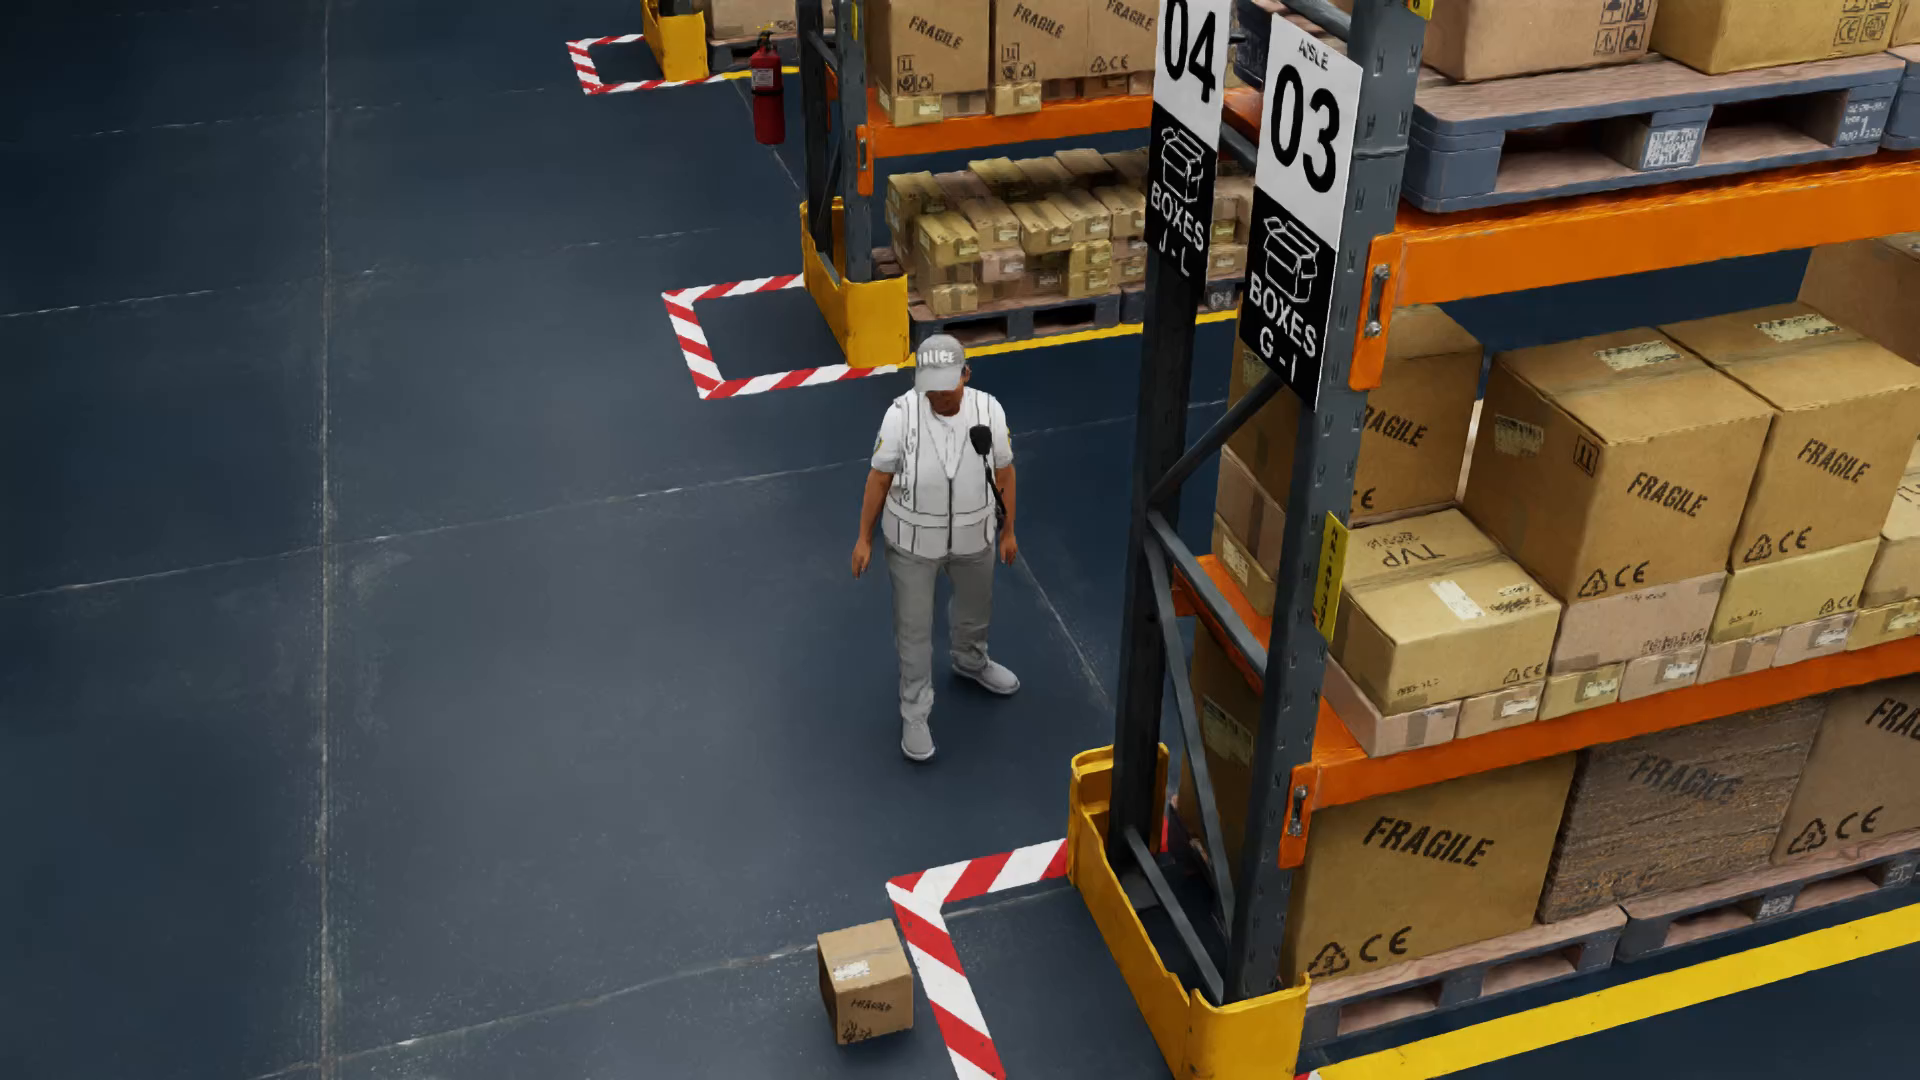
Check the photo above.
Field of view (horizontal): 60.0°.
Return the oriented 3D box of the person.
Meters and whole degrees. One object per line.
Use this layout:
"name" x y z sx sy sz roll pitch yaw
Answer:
"person" -0.072 -0.003 6.120 0.666 1.652 0.571 -7 35 -10
